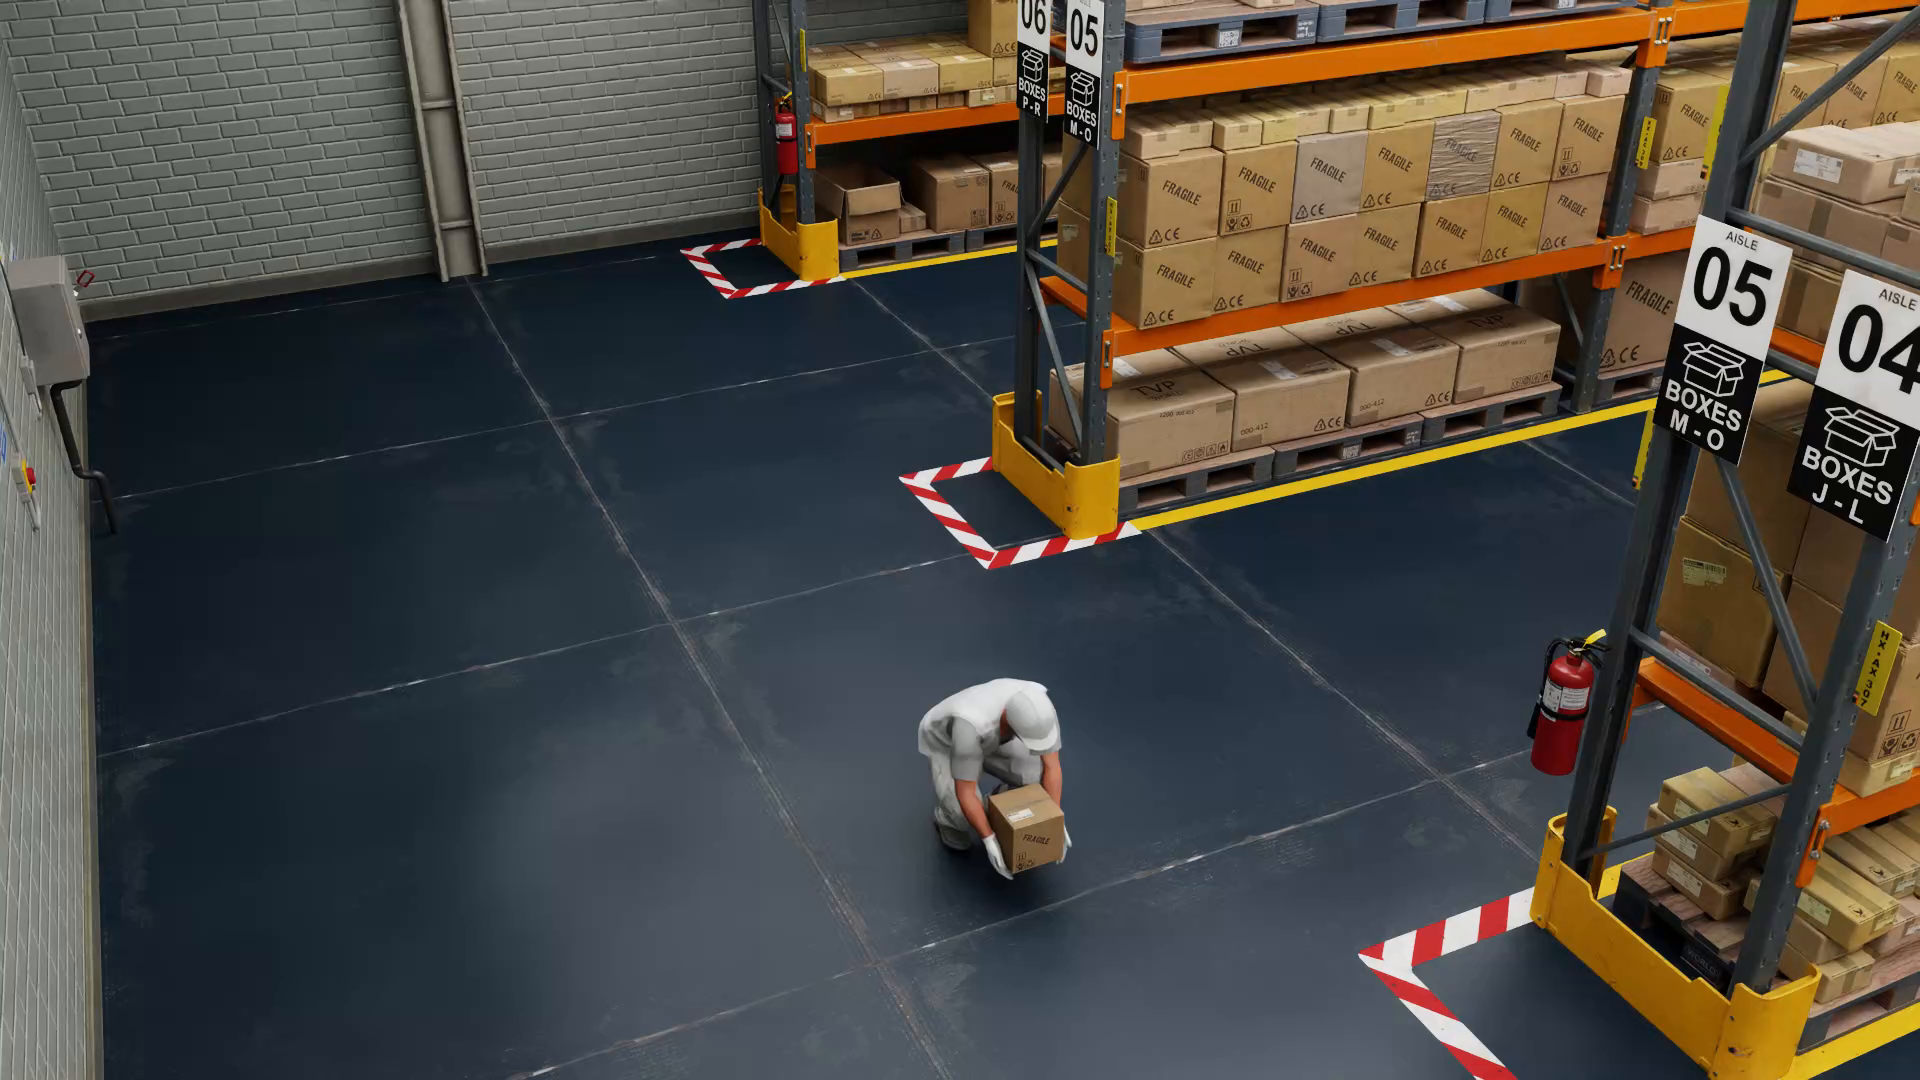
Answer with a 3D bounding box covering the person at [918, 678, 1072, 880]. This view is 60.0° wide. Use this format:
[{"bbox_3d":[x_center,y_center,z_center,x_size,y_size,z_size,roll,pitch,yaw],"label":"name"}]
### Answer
[{"bbox_3d":[0.153,0.975,7.507,0.568,0.993,0.868,-13,32,-22],"label":"person"}]
